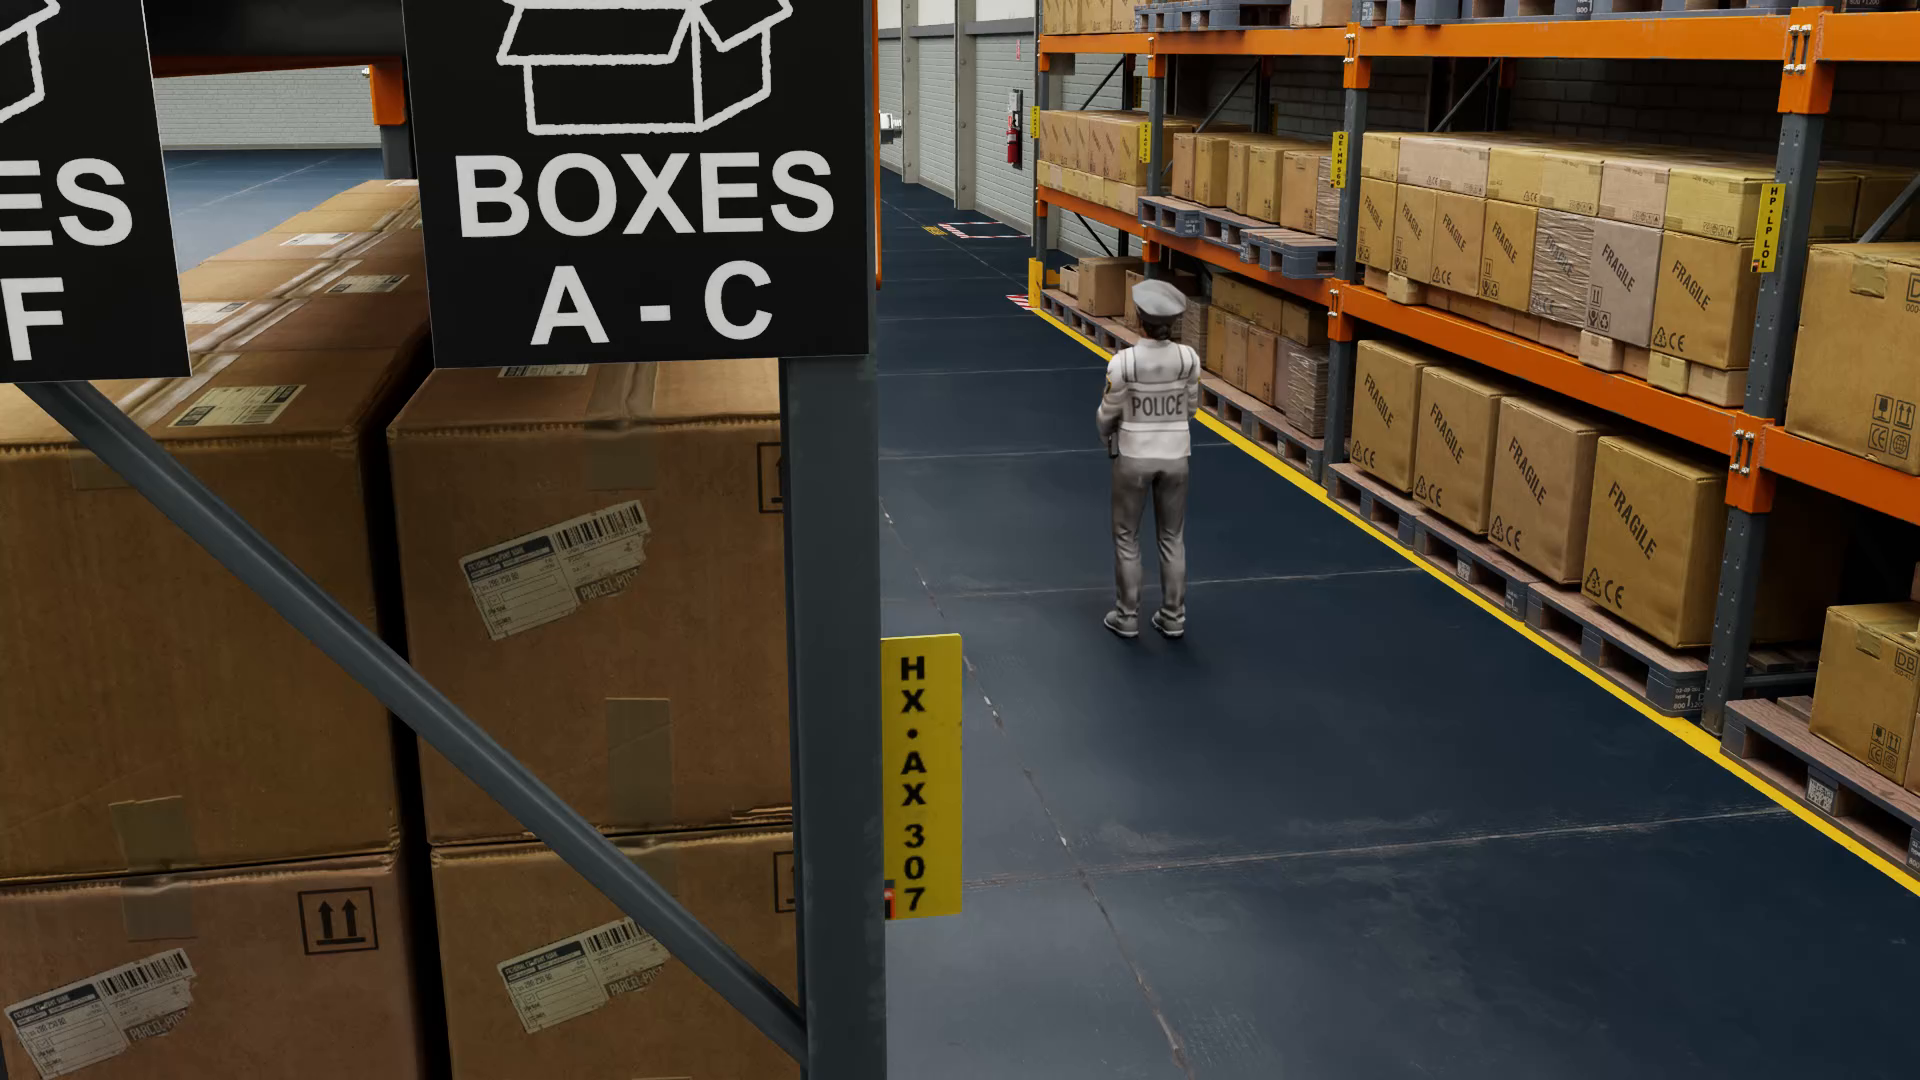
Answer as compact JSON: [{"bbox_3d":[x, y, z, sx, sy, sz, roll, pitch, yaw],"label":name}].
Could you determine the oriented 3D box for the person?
[{"bbox_3d":[0.861,-0.379,7.756,0.467,1.695,0.554,-3,17,-11],"label":"person"}]
